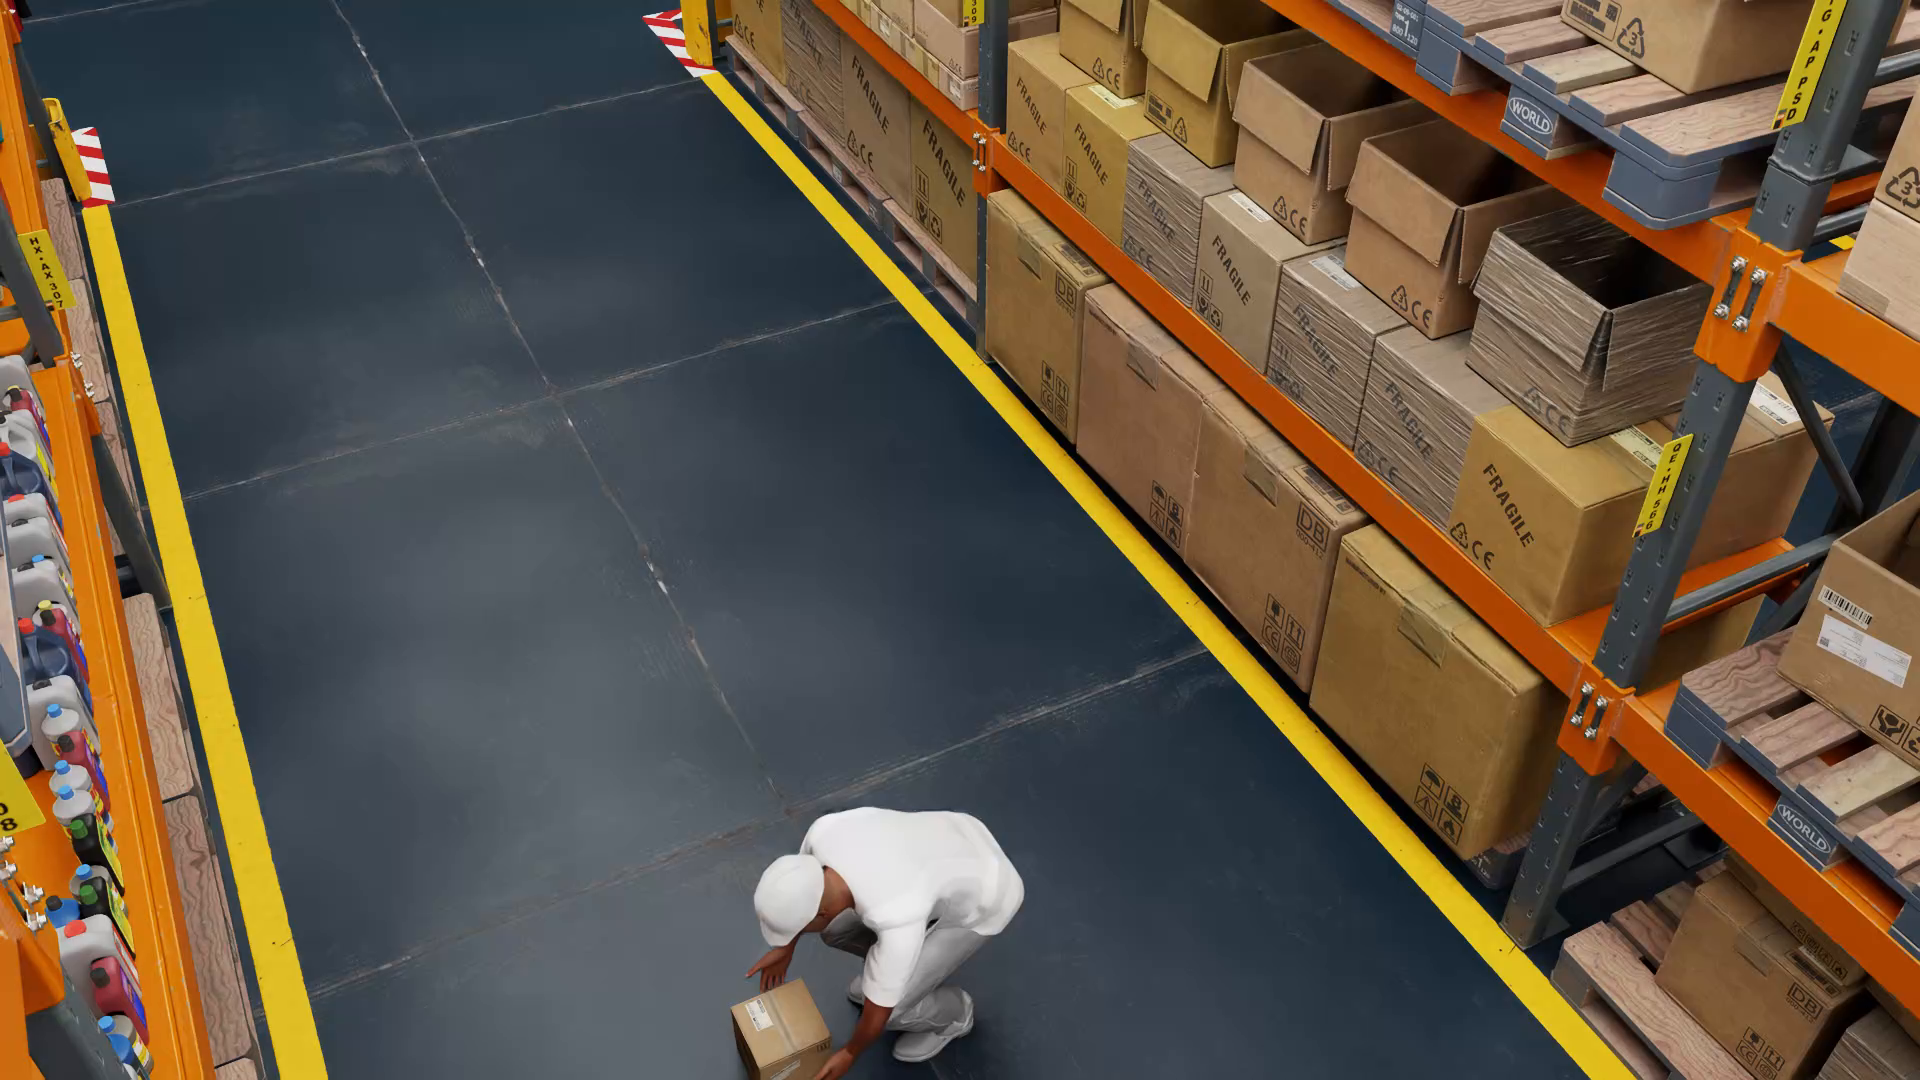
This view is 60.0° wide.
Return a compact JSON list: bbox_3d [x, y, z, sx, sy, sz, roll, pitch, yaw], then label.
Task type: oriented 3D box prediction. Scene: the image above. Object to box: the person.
[{"bbox_3d":[-0.213,1.238,5.237,0.874,1.087,0.602,-19,45,-21],"label":"person"}]
